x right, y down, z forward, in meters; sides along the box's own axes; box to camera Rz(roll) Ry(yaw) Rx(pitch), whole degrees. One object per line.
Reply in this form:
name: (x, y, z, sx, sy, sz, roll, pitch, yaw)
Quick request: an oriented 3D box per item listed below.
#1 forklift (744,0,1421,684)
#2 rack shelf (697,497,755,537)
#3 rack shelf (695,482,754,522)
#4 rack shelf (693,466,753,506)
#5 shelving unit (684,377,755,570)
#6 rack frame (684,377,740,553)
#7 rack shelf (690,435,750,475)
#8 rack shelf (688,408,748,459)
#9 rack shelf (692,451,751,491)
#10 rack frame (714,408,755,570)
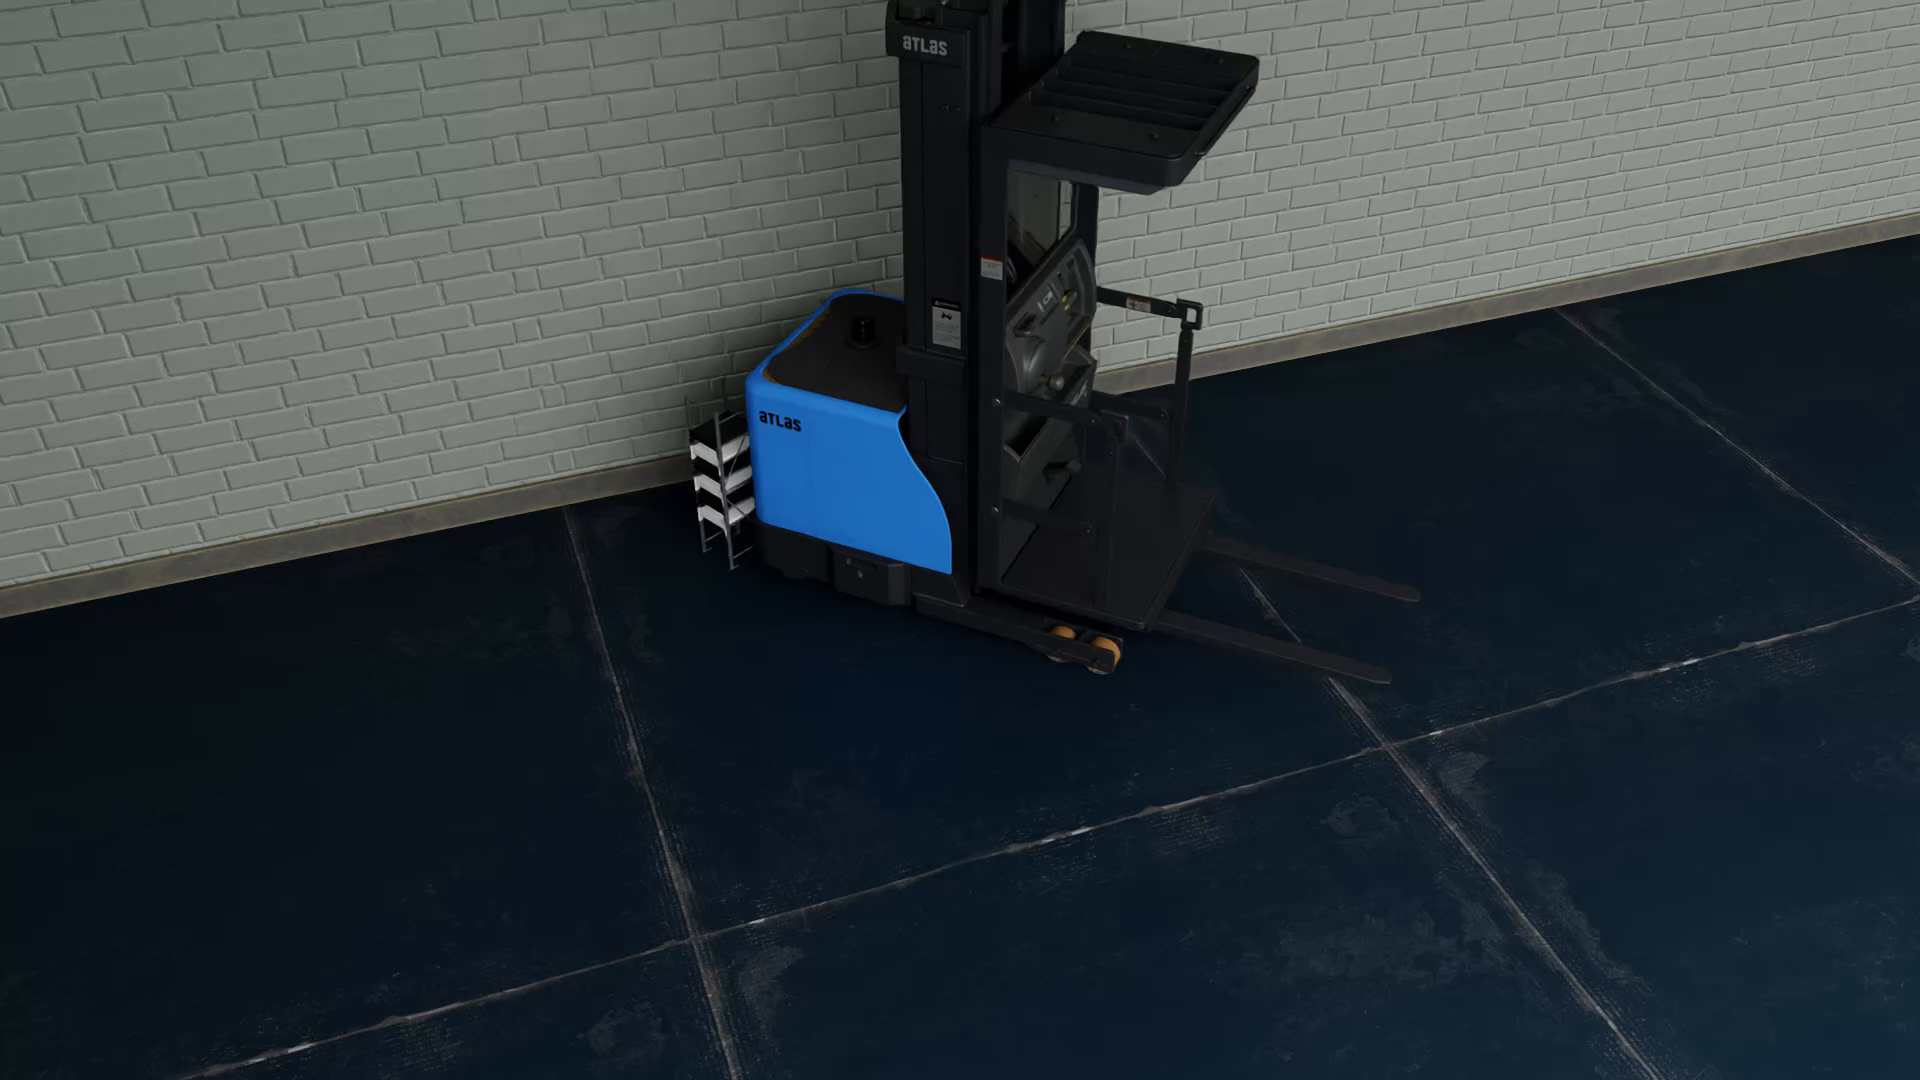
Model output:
forklift: (0.578, -0.935, 7.056, 3.031, 2.935, 1.130, 15, 39, 19)
rack shelf: (-1.106, -0.137, 8.039, 0.200, 0.077, 0.258, 29, 46, 33)
rack shelf: (-1.106, -0.209, 7.985, 0.200, 0.077, 0.258, 29, 46, 33)
rack shelf: (-1.106, -0.281, 7.931, 0.200, 0.077, 0.258, 29, 46, 33)
shelving unit: (-1.106, -0.308, 7.911, 0.210, 0.900, 0.258, 29, 46, 33)
rack frame: (-1.181, -0.349, 7.966, 0.006, 0.900, 0.240, 29, 46, 33)
rack shelf: (-1.106, -0.425, 7.822, 0.200, 0.077, 0.258, 29, 46, 33)
rack shelf: (-1.106, -0.497, 7.768, 0.200, 0.077, 0.258, 29, 46, 33)
rack shelf: (-1.106, -0.353, 7.877, 0.200, 0.077, 0.258, 29, 46, 33)
rack frame: (-1.031, -0.266, 7.856, 0.006, 0.900, 0.240, 29, 46, 33)
